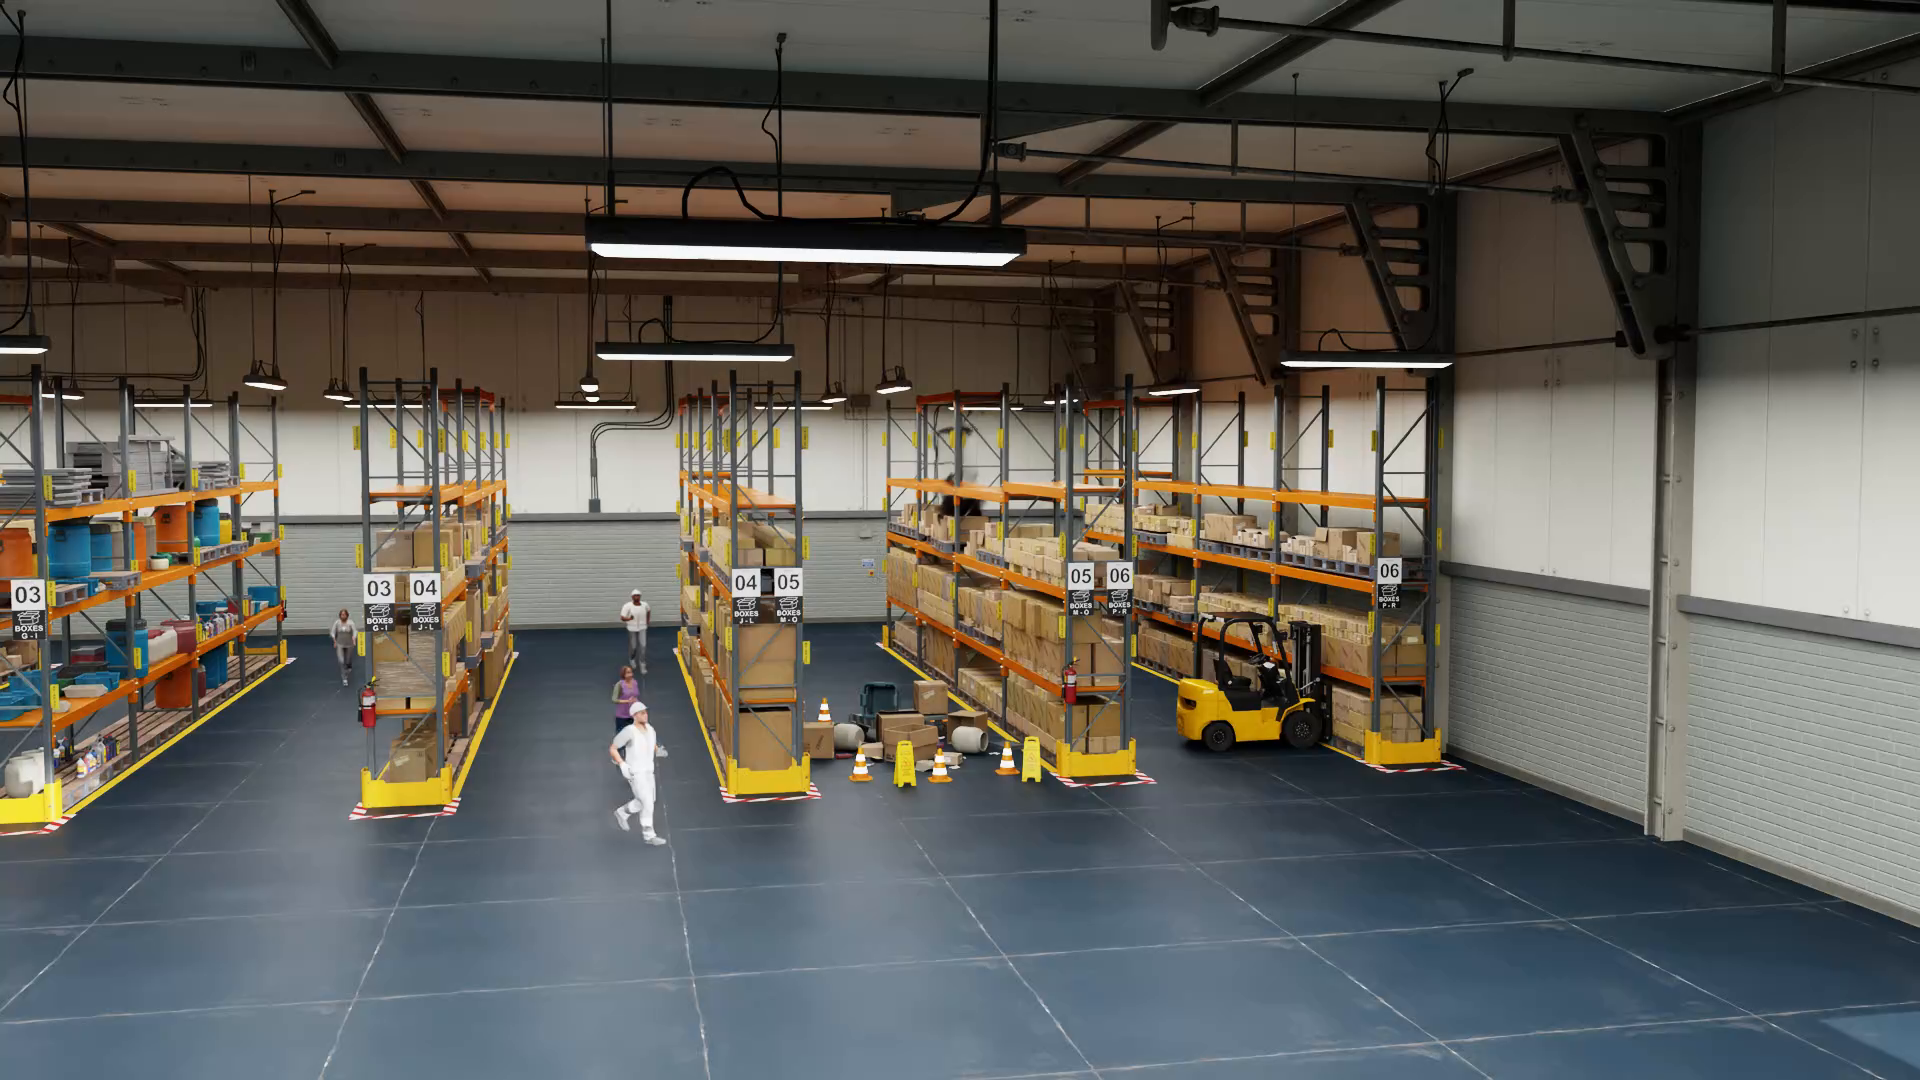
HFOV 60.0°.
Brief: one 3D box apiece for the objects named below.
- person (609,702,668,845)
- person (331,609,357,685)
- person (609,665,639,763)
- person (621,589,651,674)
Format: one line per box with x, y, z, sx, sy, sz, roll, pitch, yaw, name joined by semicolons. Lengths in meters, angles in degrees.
-4.012;2.886;20.647;0.841;1.763;0.660;2;4;30;person
-12.707;2.195;34.318;0.525;1.562;0.680;-1;4;-19;person
-5.064;2.676;25.203;0.534;1.593;0.890;-3;4;-37;person
-6.984;1.958;35.918;0.689;1.788;0.912;-1;4;-21;person
